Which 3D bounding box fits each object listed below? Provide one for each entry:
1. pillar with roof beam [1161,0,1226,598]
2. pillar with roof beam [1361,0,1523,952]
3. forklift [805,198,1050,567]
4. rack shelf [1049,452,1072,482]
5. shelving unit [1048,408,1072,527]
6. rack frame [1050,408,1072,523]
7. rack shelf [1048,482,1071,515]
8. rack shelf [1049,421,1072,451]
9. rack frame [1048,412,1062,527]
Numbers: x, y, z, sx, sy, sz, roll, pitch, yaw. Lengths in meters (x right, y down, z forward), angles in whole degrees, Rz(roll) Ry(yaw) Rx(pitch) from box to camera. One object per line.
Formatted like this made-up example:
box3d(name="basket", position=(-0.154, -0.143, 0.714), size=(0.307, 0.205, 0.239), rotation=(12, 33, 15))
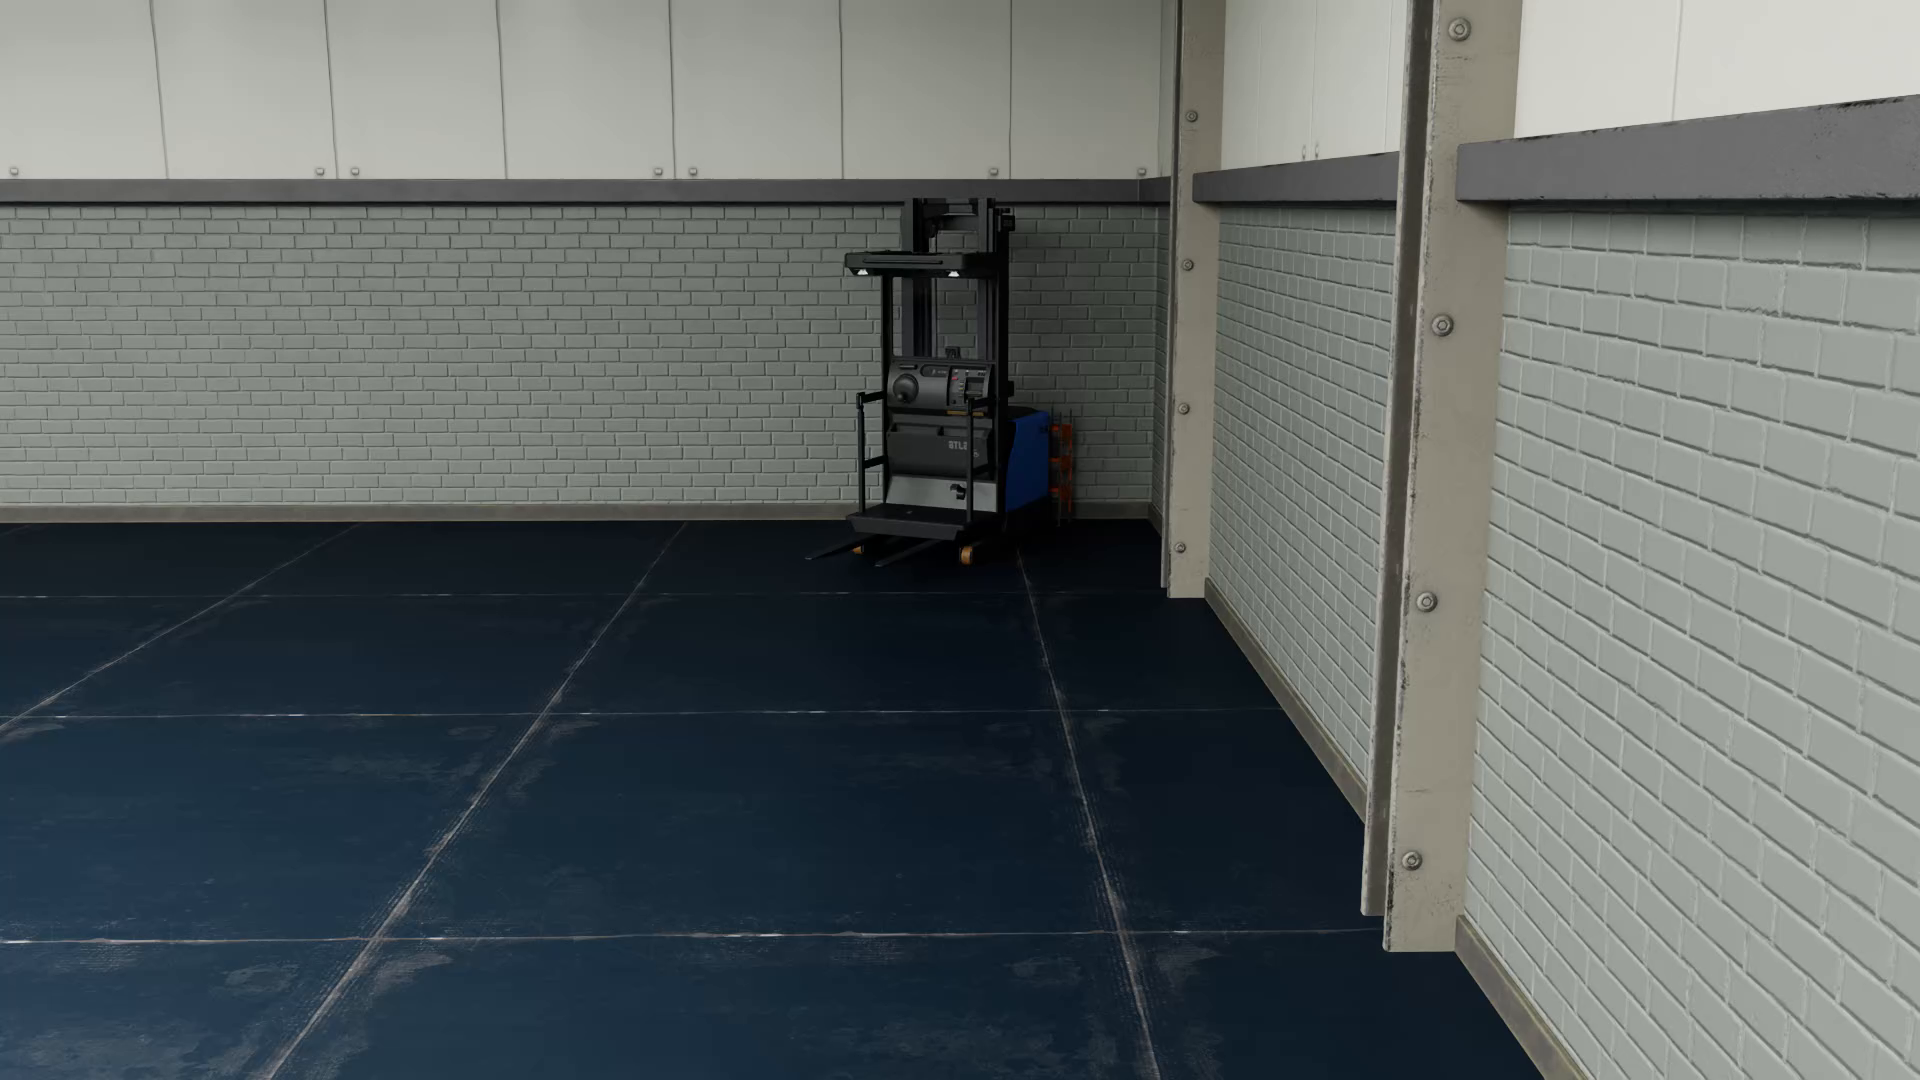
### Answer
box3d(name="pillar with roof beam", position=(-2.598, -4.002, 11.651), size=(9.100, 9.000, 0.400), rotation=(0, 11, -1))
box3d(name="pillar with roof beam", position=(-2.474, -2.809, 5.772), size=(9.100, 9.000, 0.400), rotation=(0, 11, -1))
box3d(name="forklift", position=(-0.259, -1.324, 13.713), size=(1.130, 2.935, 3.031), rotation=(5, 13, 24))
box3d(name="rack shelf", position=(0.875, -0.653, 15.188), size=(0.215, 0.259, 0.240), rotation=(6, 13, 26))
box3d(name="shelving unit", position=(0.875, -0.663, 15.186), size=(0.215, 1.050, 0.252), rotation=(6, 13, 26))
box3d(name="rack frame", position=(0.929, -0.685, 15.293), size=(0.200, 1.050, 0.008), rotation=(6, 13, 26))
box3d(name="rack shelf", position=(0.875, -0.380, 15.243), size=(0.215, 0.259, 0.240), rotation=(6, 13, 26))
box3d(name="rack shelf", position=(0.875, -0.931, 15.132), size=(0.215, 0.259, 0.240), rotation=(6, 13, 26))
box3d(name="rack frame", position=(0.821, -0.641, 15.079), size=(0.200, 1.050, 0.008), rotation=(6, 13, 26))
